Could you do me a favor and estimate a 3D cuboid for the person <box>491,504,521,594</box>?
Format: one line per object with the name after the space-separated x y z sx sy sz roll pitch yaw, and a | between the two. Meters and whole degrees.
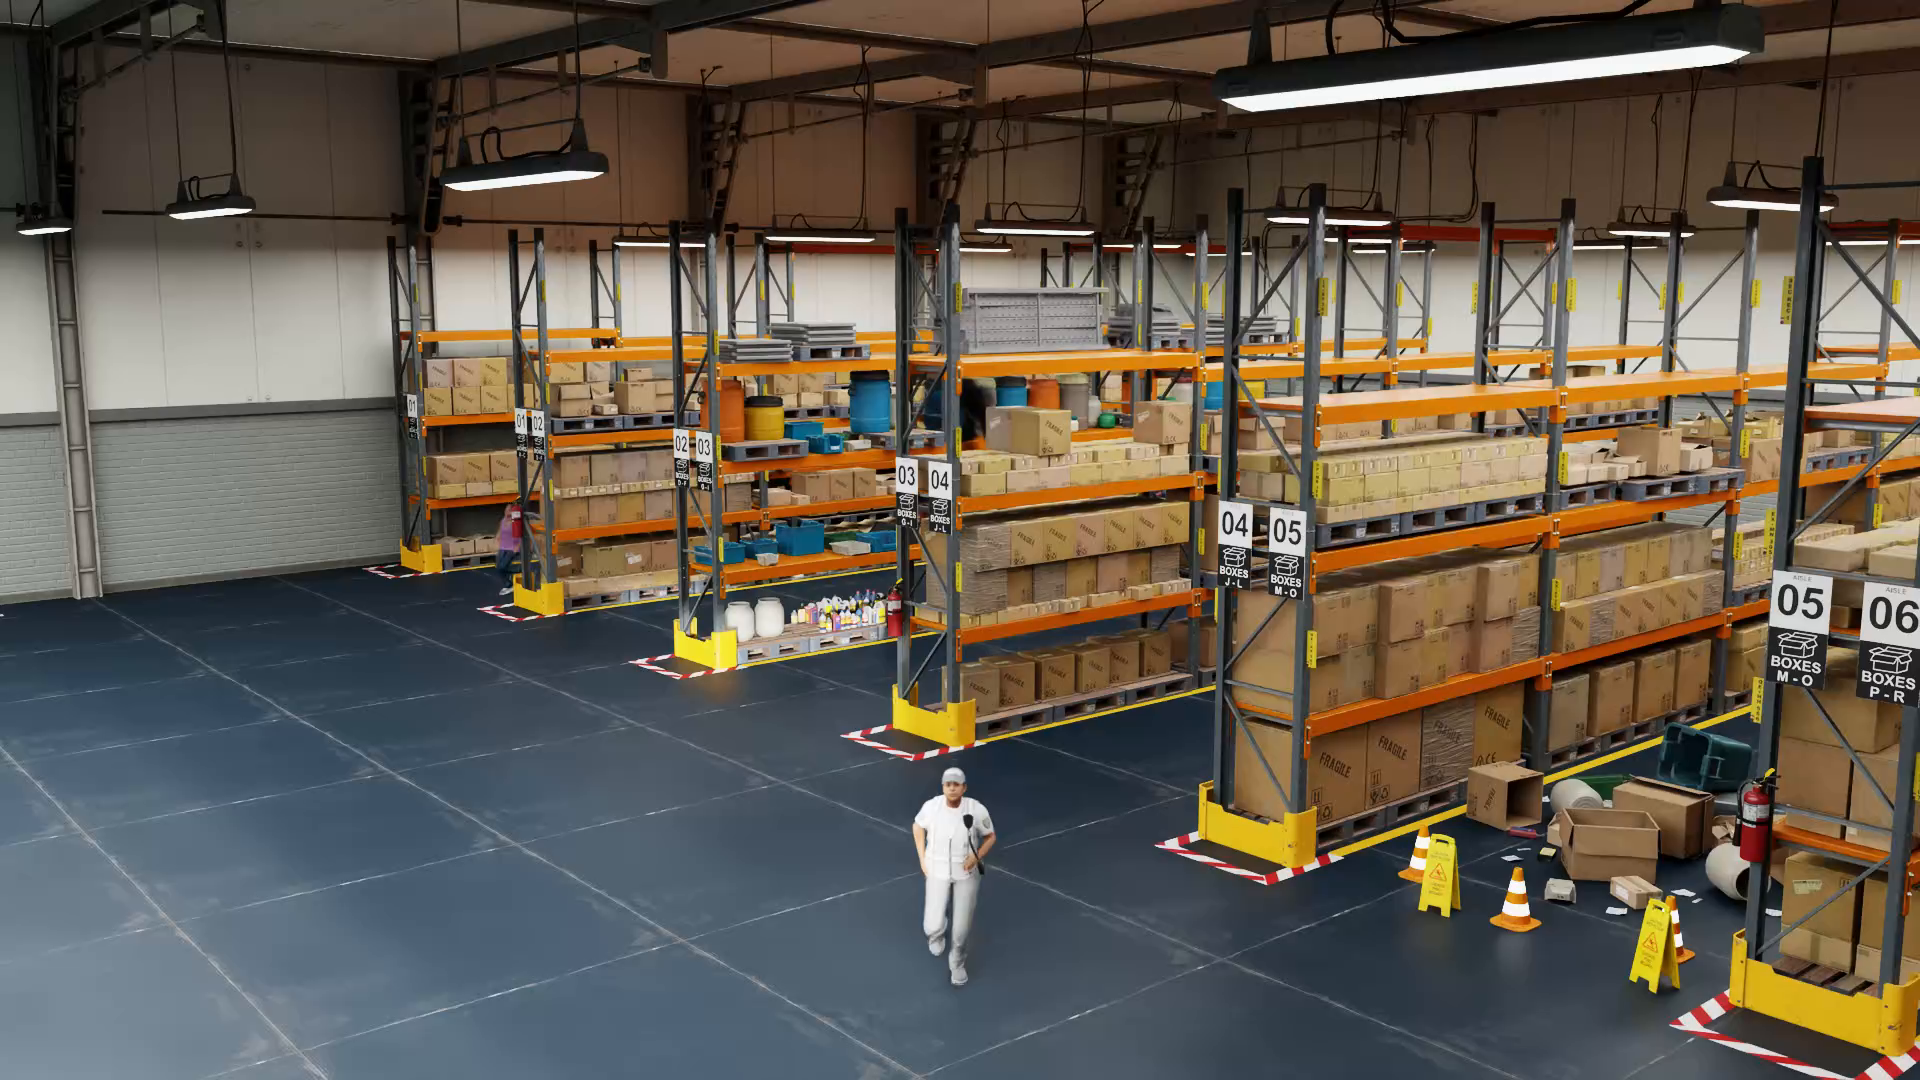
-7.520 0.162 27.764 0.594 1.550 0.484 6 10 33 | person

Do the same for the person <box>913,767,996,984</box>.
-0.051 2.487 12.380 0.634 1.635 0.559 1 9 6 | person
